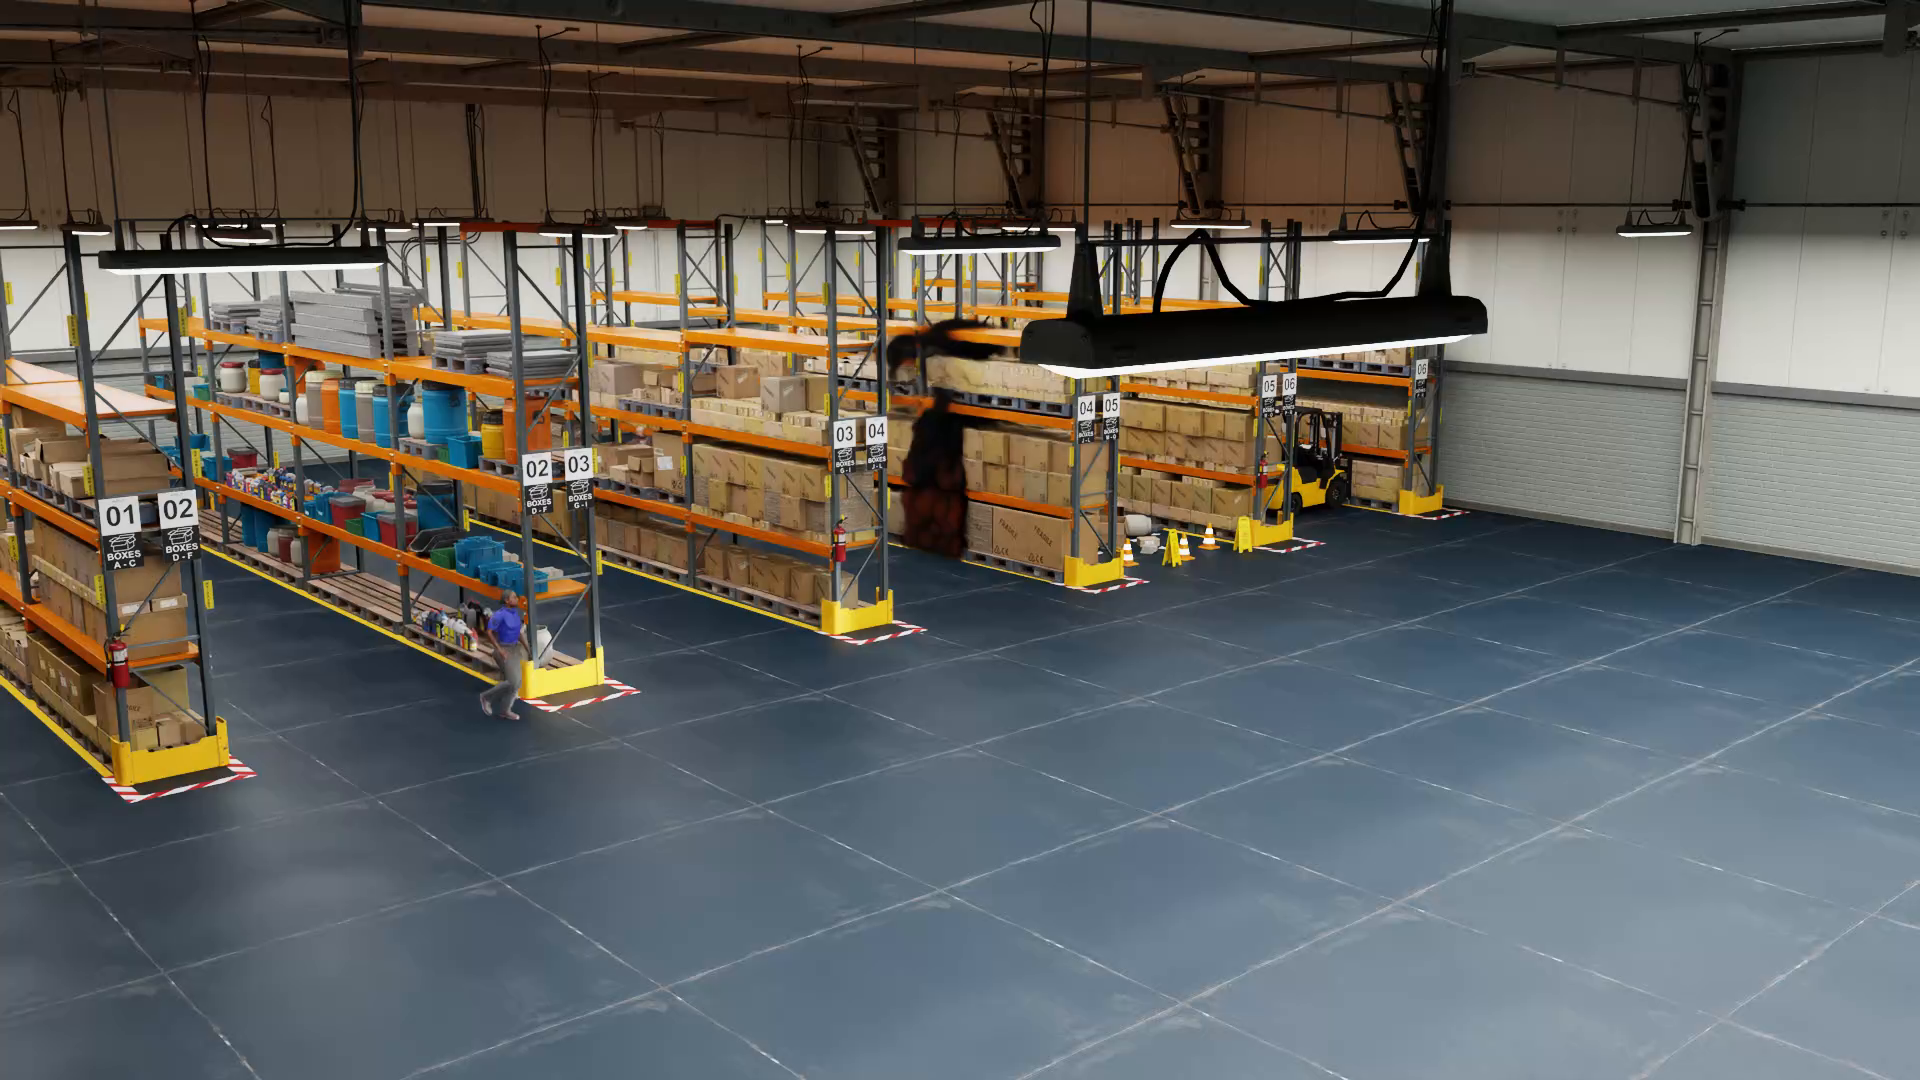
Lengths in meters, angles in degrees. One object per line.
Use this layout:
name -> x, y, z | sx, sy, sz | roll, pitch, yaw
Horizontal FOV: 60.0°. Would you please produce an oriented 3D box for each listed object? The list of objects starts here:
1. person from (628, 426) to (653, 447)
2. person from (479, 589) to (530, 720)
person -> -6.696, -1.534, 35.109 | 0.711, 1.745, 0.602 | -8, 14, -35
person -> -5.691, 1.414, 20.840 | 0.537, 1.604, 0.635 | 2, 12, 12
